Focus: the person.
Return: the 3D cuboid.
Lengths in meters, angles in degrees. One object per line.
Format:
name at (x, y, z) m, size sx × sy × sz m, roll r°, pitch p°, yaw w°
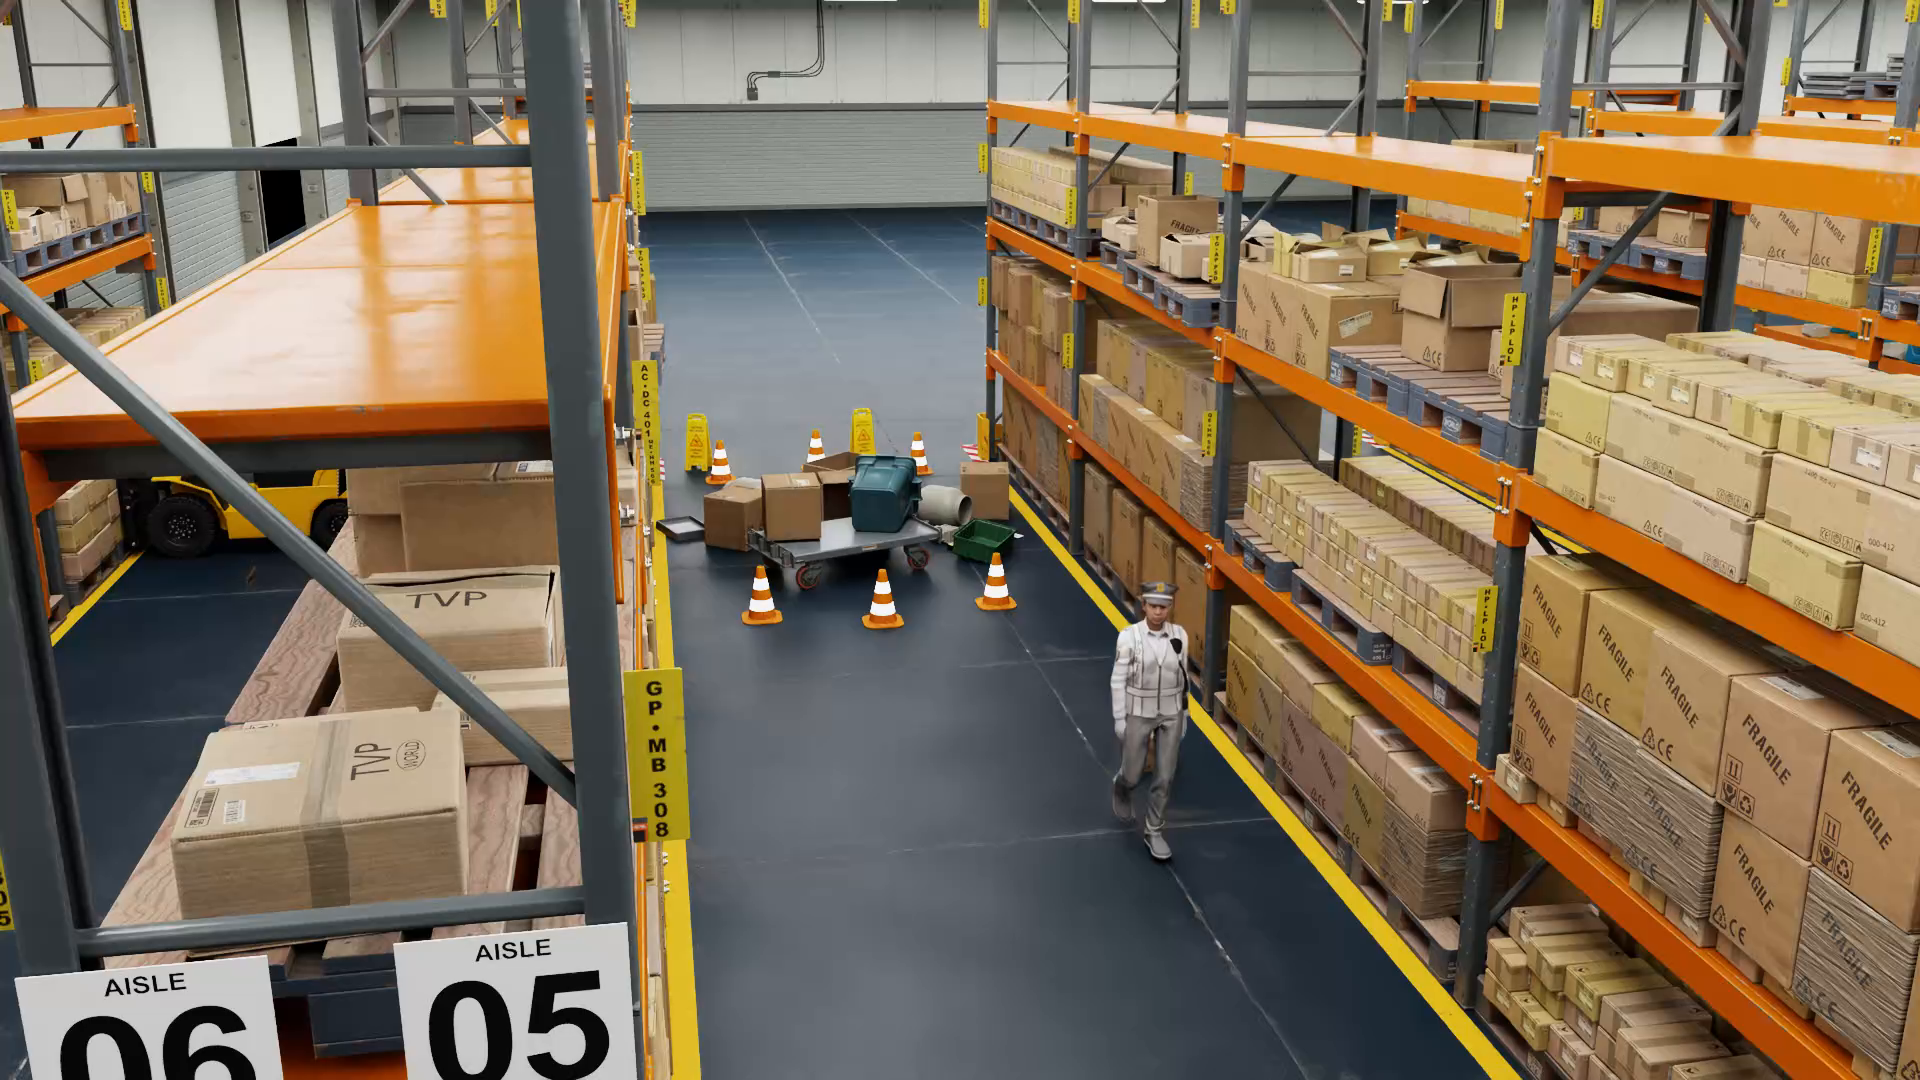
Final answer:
person at (1.137, 1.027, 9.958) m, size 0.486 × 1.674 × 0.609 m, roll -2°, pitch 17°, yaw -7°
